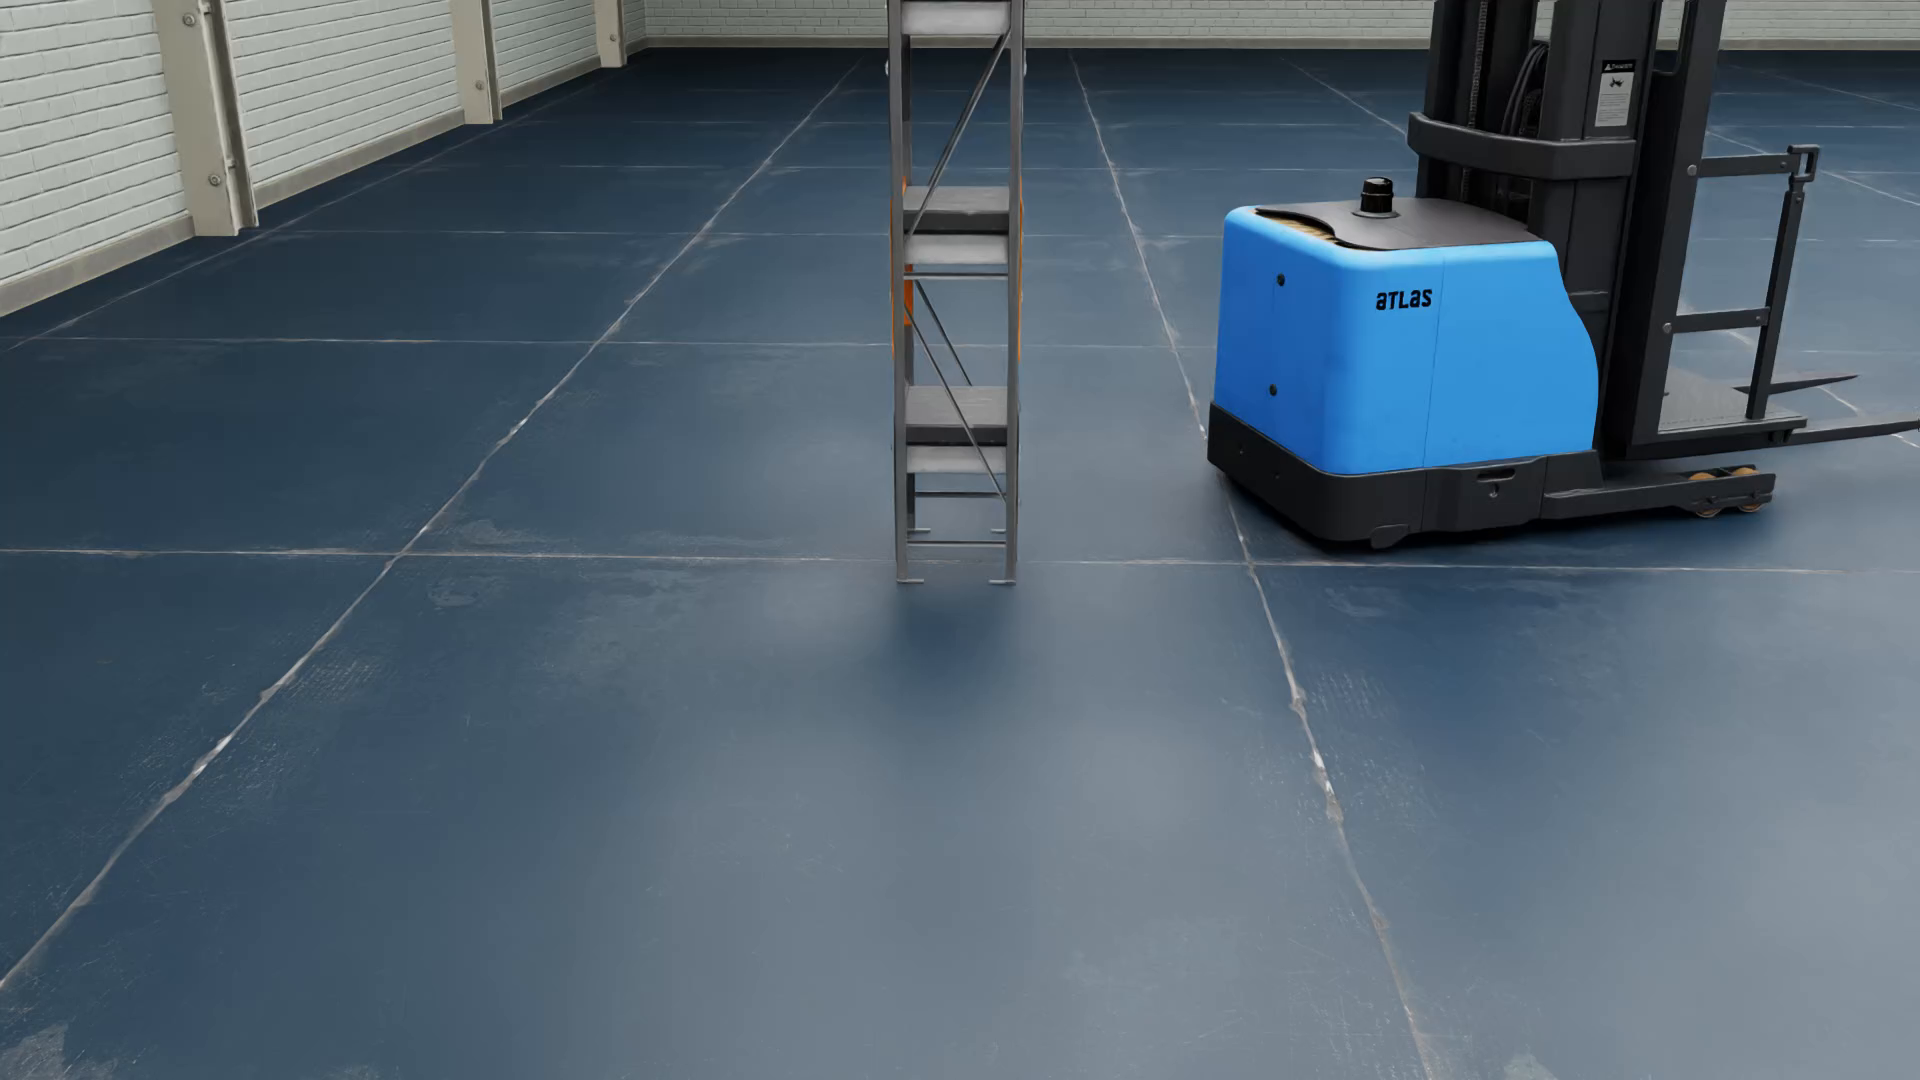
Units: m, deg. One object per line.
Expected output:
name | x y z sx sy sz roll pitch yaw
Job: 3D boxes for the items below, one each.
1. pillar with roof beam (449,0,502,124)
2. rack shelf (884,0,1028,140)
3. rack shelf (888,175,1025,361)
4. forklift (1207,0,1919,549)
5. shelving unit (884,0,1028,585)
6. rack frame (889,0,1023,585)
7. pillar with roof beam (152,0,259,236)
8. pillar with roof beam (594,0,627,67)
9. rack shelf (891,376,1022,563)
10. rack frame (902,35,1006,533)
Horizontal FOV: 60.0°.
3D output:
pillar with roof beam | -0.630 -8.472 15.423 9.100 9.000 0.400 1 21 2
rack shelf | -0.005 -1.559 5.247 0.431 0.518 0.480 1 21 2
rack shelf | -0.005 -0.906 5.500 0.431 0.518 0.480 1 21 2
forklift | 2.565 -1.626 6.168 3.031 2.935 1.130 -6 22 -16
shelving unit | -0.005 -0.919 5.495 0.431 2.100 0.503 1 21 2
rack frame | -0.012 -0.831 5.267 0.400 2.100 0.015 1 21 2
pillar with roof beam | -0.812 -6.302 9.832 9.100 9.000 0.400 1 21 2
pillar with roof beam | -0.447 -10.641 21.014 9.100 9.000 0.400 1 21 2
rack shelf | -0.005 -0.254 5.753 0.431 0.518 0.480 1 21 2
rack frame | 0.002 -1.007 5.722 0.400 2.100 0.015 1 21 2
